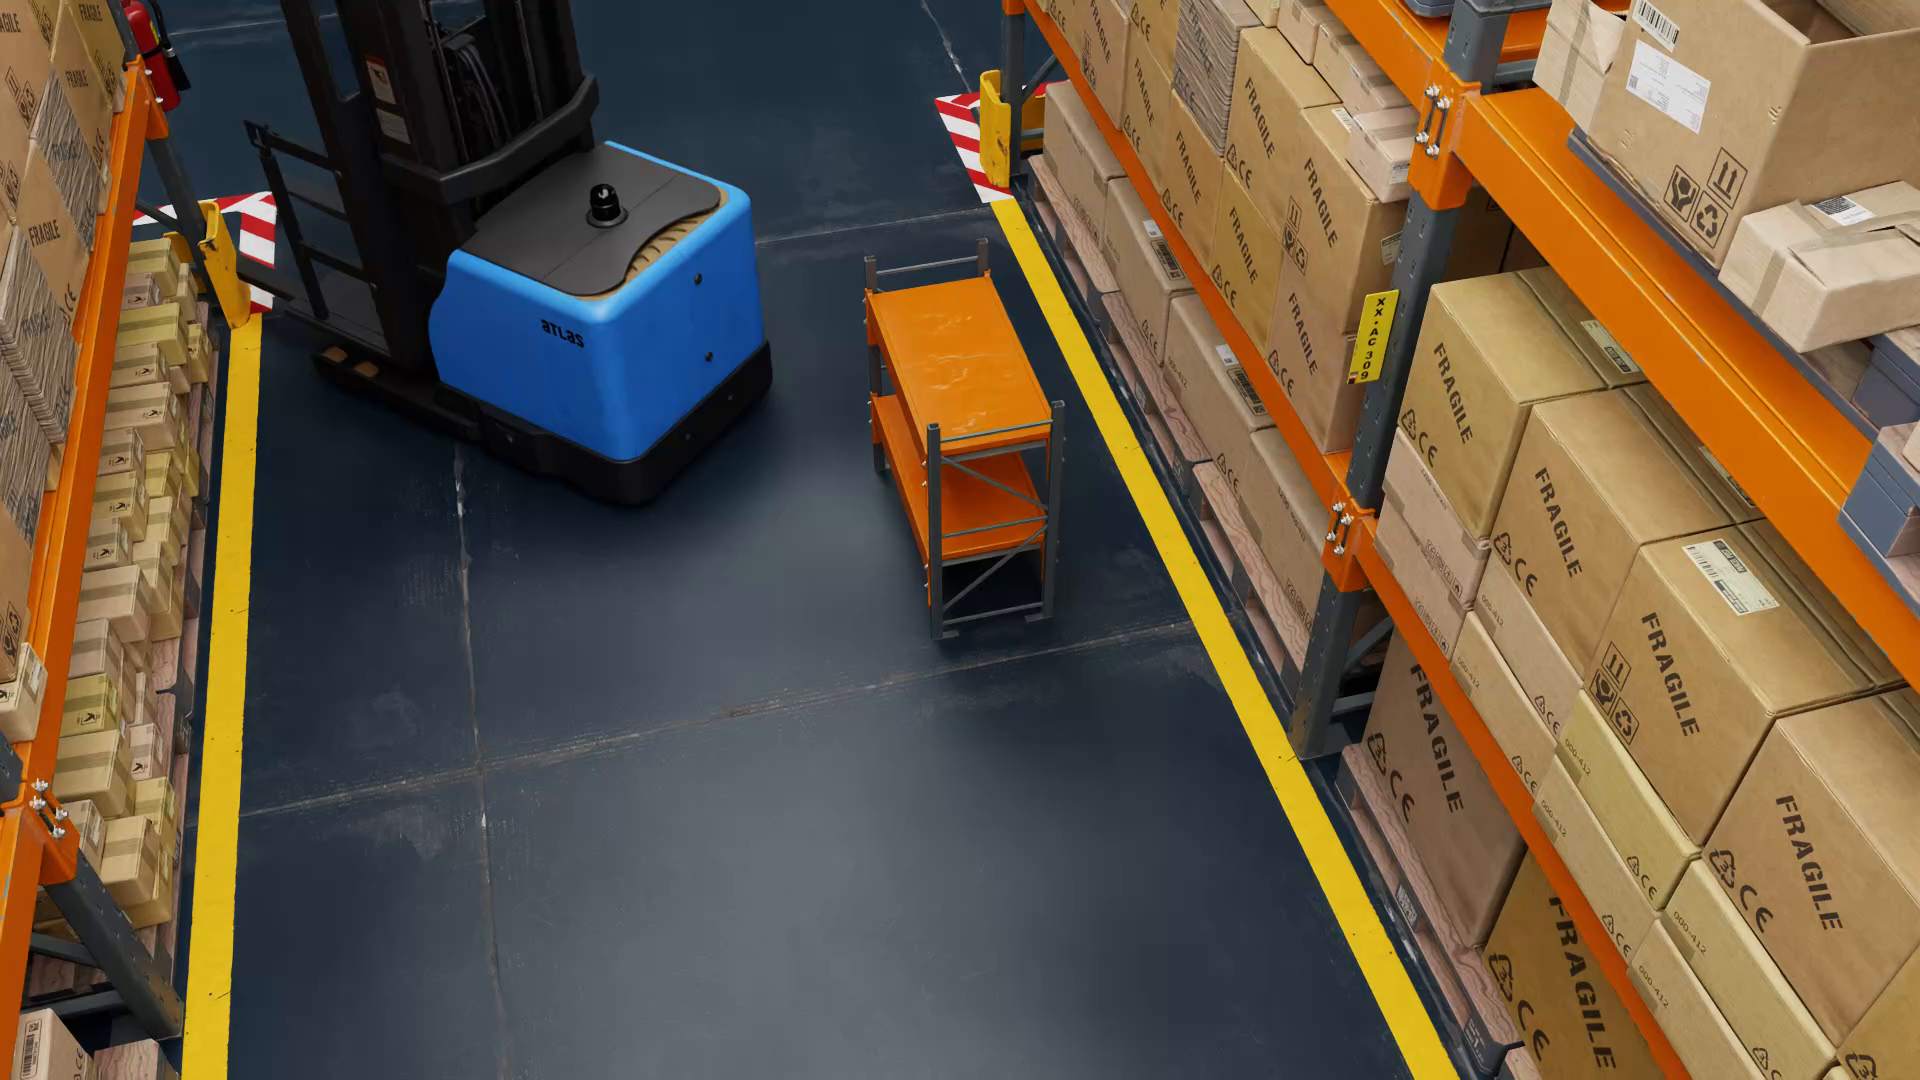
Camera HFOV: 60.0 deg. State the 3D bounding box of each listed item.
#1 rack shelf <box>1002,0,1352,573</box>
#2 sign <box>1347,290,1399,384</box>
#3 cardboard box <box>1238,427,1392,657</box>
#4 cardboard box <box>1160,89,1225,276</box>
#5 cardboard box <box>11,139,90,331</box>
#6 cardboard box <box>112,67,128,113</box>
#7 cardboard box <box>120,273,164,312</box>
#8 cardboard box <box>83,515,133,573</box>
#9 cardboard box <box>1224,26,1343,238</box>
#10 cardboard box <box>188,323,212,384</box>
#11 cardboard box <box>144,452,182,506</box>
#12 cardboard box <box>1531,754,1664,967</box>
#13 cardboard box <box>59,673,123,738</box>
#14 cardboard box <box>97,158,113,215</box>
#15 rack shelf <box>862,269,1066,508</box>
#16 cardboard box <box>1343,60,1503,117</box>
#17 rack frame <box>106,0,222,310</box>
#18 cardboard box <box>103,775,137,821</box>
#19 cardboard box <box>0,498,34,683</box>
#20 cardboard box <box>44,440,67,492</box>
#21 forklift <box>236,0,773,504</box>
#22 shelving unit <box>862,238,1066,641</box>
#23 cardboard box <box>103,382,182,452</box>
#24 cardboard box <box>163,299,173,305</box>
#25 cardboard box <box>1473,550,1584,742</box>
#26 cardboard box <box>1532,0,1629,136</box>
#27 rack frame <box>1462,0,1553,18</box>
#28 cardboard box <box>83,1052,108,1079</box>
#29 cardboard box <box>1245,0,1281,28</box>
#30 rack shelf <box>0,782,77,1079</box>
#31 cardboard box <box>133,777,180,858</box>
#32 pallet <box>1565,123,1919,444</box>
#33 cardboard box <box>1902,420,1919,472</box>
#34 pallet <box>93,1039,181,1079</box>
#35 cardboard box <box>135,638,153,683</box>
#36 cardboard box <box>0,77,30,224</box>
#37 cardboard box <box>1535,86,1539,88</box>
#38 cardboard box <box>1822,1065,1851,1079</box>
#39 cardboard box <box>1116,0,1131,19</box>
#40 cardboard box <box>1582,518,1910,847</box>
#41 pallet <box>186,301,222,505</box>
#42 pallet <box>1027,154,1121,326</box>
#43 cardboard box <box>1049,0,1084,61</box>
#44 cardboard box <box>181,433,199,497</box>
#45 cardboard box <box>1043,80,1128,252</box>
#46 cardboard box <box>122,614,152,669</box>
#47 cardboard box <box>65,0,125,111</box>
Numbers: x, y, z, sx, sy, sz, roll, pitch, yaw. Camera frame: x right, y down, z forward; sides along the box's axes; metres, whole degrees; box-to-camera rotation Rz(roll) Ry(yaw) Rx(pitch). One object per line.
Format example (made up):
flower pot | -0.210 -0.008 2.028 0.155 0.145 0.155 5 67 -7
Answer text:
rack shelf | 1.218 -1.485 6.859 1.077 0.370 4.000 -11 47 -10
sign | 1.194 -0.584 4.811 0.100 0.325 0.005 -11 47 -10
cardboard box | 1.673 -0.059 6.458 0.875 0.438 0.875 -11 47 -11
cardboard box | 1.084 -1.363 6.166 0.500 0.500 0.500 -11 47 -11
cardboard box | -3.306 -0.967 5.570 0.500 0.500 0.500 -9 46 -8
cardboard box | -3.697 -1.881 6.920 0.380 0.149 0.250 -11 47 -10
cardboard box | -3.664 -0.997 7.163 0.380 0.149 0.250 -10 46 -10
cardboard box | -3.268 0.080 6.108 0.380 0.149 0.250 -12 47 -12
cardboard box | 1.220 -1.368 5.471 0.500 0.500 0.500 -11 47 -11
cardboard box | -3.553 -0.807 7.394 0.380 0.149 0.250 -9 46 -9
cardboard box | -3.315 -0.189 6.580 0.380 0.149 0.250 -9 46 -8
cardboard box | 1.837 0.763 4.258 0.500 0.250 0.500 -11 47 -11
cardboard box | -3.043 0.620 5.579 0.380 0.149 0.250 -11 47 -11
cardboard box | -3.503 -1.360 6.409 0.380 0.149 0.250 -10 46 -9
rack shelf | -0.002 -0.603 6.395 0.538 0.278 1.000 -11 47 -10
cardboard box | 1.381 -1.324 4.974 0.380 0.149 0.250 -10 46 -9
rack frame | -4.054 -2.142 7.000 1.000 3.000 0.127 -11 47 -10
cardboard box | -2.965 0.899 5.513 0.380 0.149 0.250 -10 46 -10
cardboard box | -2.913 0.092 4.532 0.500 0.500 0.500 -11 47 -11
cardboard box | -3.108 -0.262 5.333 0.380 0.149 0.250 -10 46 -10
forklift | -2.384 -1.980 6.889 3.031 2.935 1.130 24 50 21
shelving unit | -0.002 -0.398 6.604 0.538 1.125 1.048 -11 47 -10
cardboard box | -3.347 -0.475 6.652 0.380 0.149 0.250 -9 46 -9
cardboard box | -3.628 -0.893 7.270 0.380 0.149 0.250 -12 47 -11
cardboard box | 1.730 0.232 4.428 0.500 0.250 0.500 -10 46 -10
cardboard box | 1.519 -1.096 3.674 0.396 0.266 0.258 -11 47 -11
rack frame | 1.730 -2.455 3.106 1.000 3.000 0.127 -11 47 -10
cardboard box | -2.596 1.812 4.581 0.500 0.500 0.500 -12 47 -11
cardboard box | 1.145 -1.836 5.475 0.380 0.149 0.250 -11 47 -11
rack shelf | -2.517 2.252 3.197 1.077 0.370 4.000 -11 47 -10
cardboard box | -2.880 0.976 5.646 0.380 0.149 0.250 -9 46 -9
pallet | 2.012 -0.715 3.635 0.805 0.209 1.217 -12 47 -12
cardboard box | 1.859 -0.180 2.777 0.396 0.266 0.258 -7 46 -7
pallet | -2.829 2.133 4.763 1.003 0.211 1.213 -11 47 -10
cardboard box | -3.210 0.469 6.143 0.380 0.149 0.250 -13 47 -12
cardboard box | -3.286 -1.289 5.186 0.500 0.500 0.500 -12 47 -12
cardboard box | 1.900 -1.233 4.885 0.380 0.149 0.250 -11 47 -11
cardboard box | 2.098 1.293 3.389 0.500 0.250 0.500 -12 47 -11
cardboard box | 0.832 -2.409 6.492 0.500 0.500 0.500 -11 47 -11
cardboard box | 1.847 0.309 3.828 0.500 0.500 0.500 -12 47 -11
pallet | -3.860 -0.547 7.389 1.003 0.211 1.213 -11 47 -10
pallet | 0.986 -1.603 8.424 1.003 0.211 1.213 -11 47 -10
cardboard box | 0.707 -2.424 7.206 0.500 0.500 0.500 -11 47 -11
cardboard box | -3.367 -0.276 6.873 0.380 0.149 0.250 -13 47 -12
cardboard box | 0.971 -1.930 8.292 0.875 0.438 0.875 -12 47 -12
cardboard box | -3.176 0.356 6.045 0.380 0.149 0.250 -9 46 -8
cardboard box | -3.690 -2.018 6.600 0.500 0.500 0.500 -10 46 -9
